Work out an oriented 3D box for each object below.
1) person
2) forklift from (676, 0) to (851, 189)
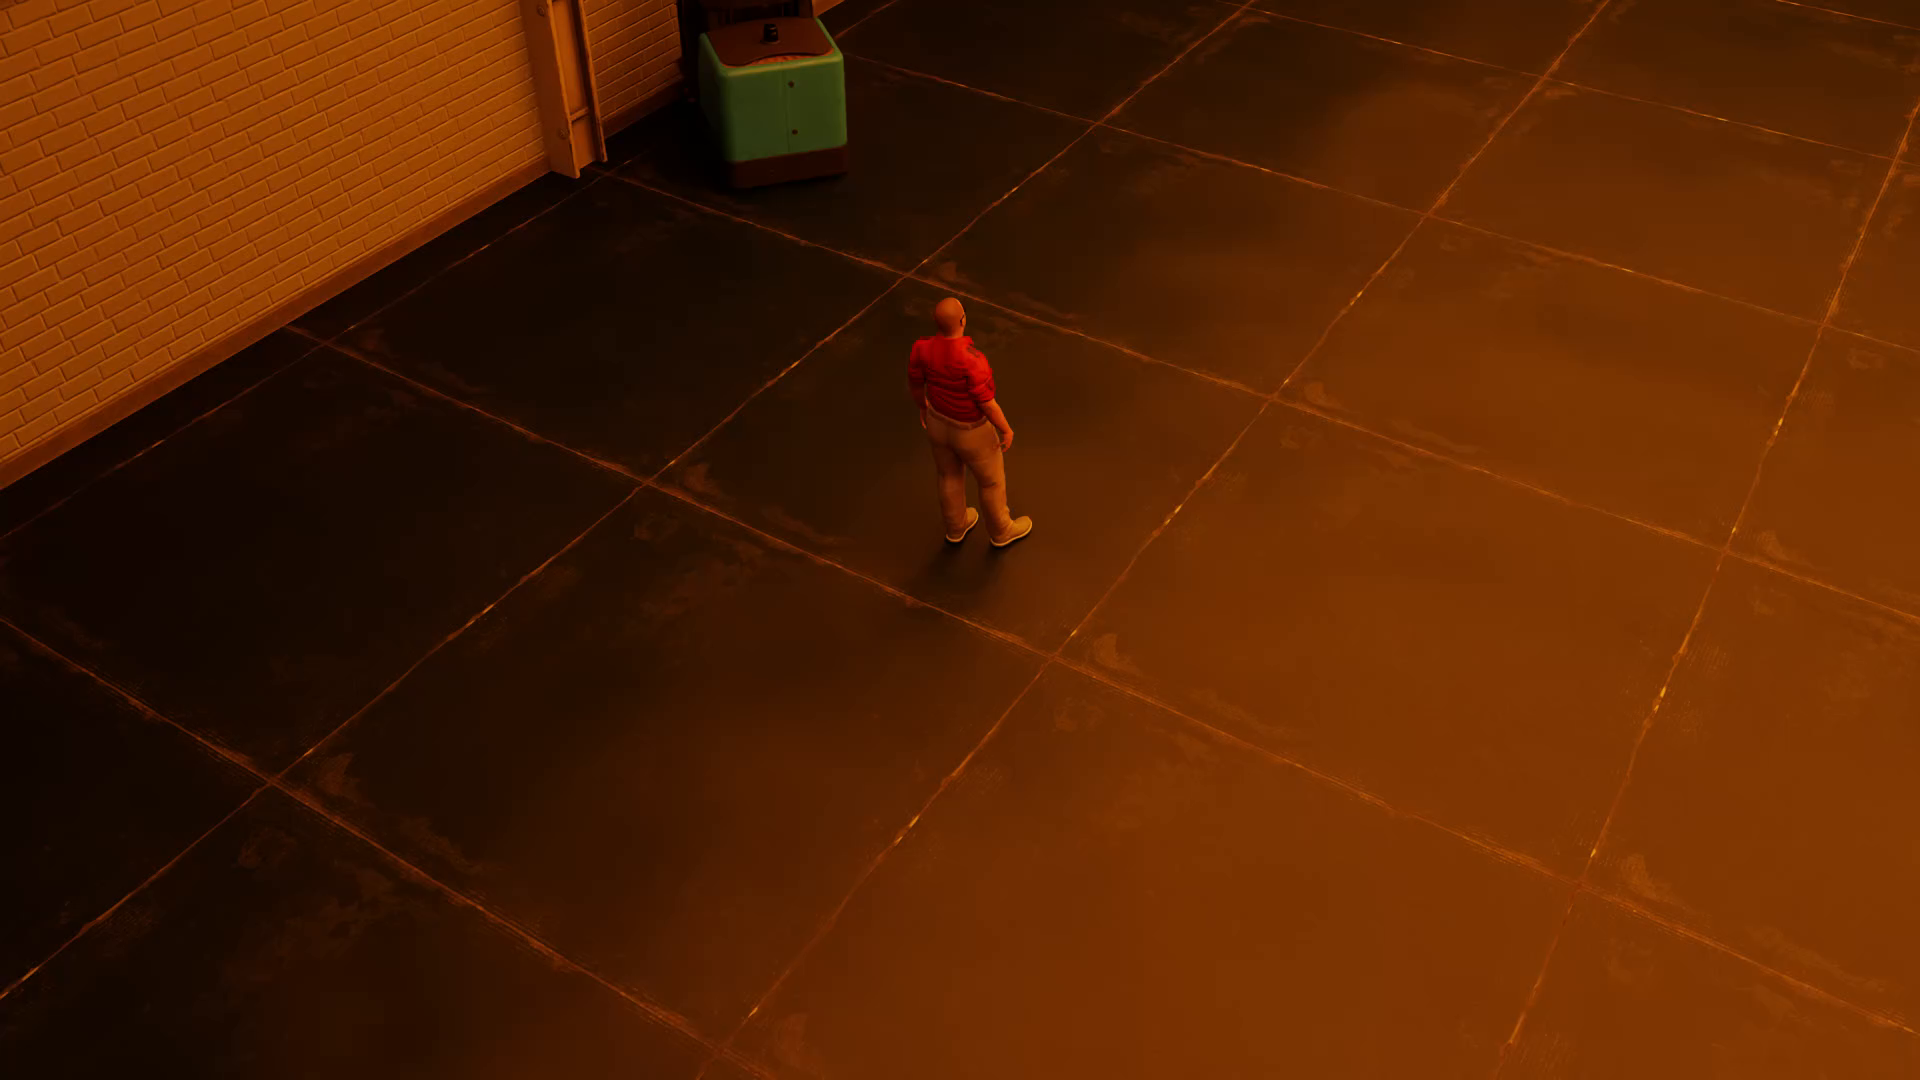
[{"bbox_3d":[0.059,-0.709,9.723,0.640,1.727,0.551,22,45,24],"label":"person"},{"bbox_3d":[-1.847,-4.922,13.776,1.130,2.935,3.031,-12,42,-14],"label":"forklift"}]
